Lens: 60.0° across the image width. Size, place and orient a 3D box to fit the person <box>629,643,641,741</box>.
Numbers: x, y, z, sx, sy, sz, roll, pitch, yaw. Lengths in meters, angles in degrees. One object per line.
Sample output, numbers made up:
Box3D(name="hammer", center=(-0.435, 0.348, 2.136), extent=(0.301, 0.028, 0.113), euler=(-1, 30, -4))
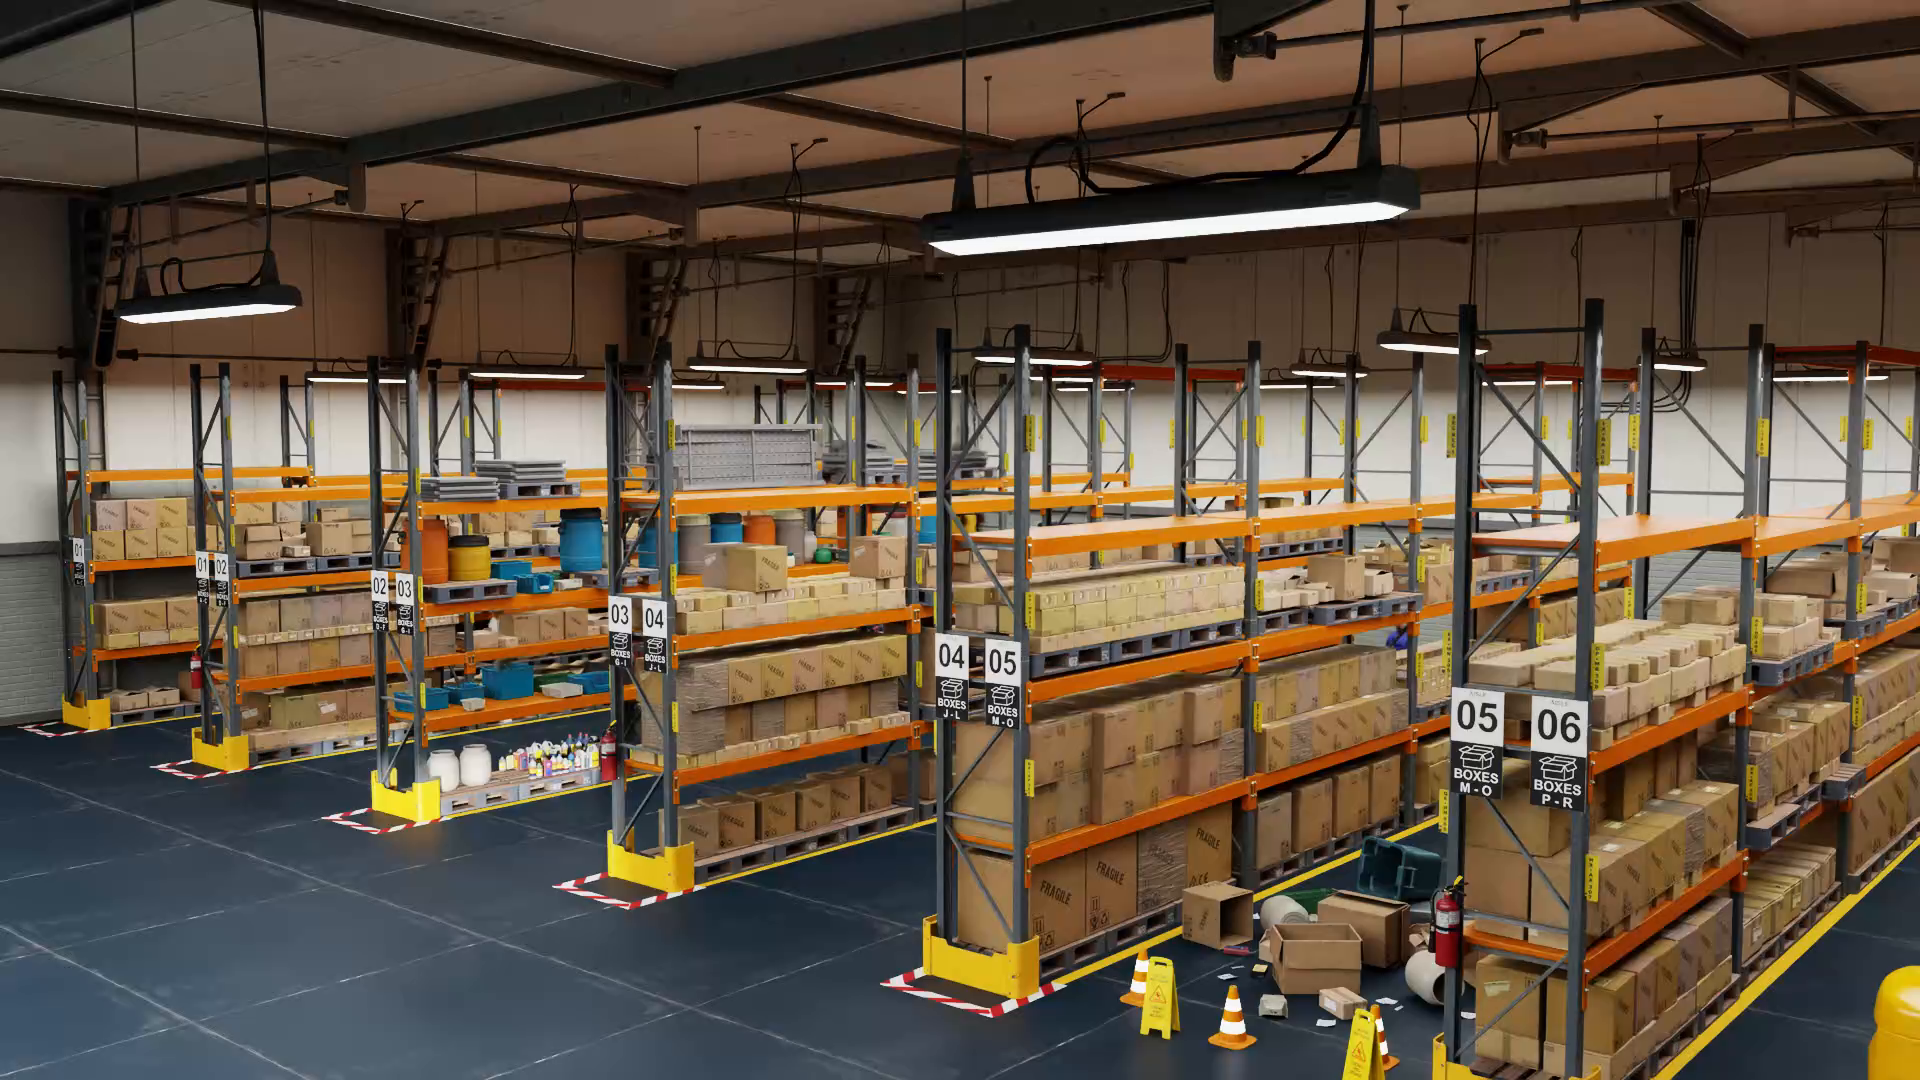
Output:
Box3D(name="person", center=(-5.277, 2.383, 26.689), extent=(0.746, 1.739, 0.661), euler=(4, 6, 43))

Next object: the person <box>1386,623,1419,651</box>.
Box3D(name="person", center=(7.916, 2.219, 29.783), extent=(0.609, 1.643, 0.708), euler=(0, 4, 6))

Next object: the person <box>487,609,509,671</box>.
Box3D(name="person", center=(-8.671, 2.057, 31.406), extent=(0.624, 1.686, 0.875), euler=(3, 5, 32))
